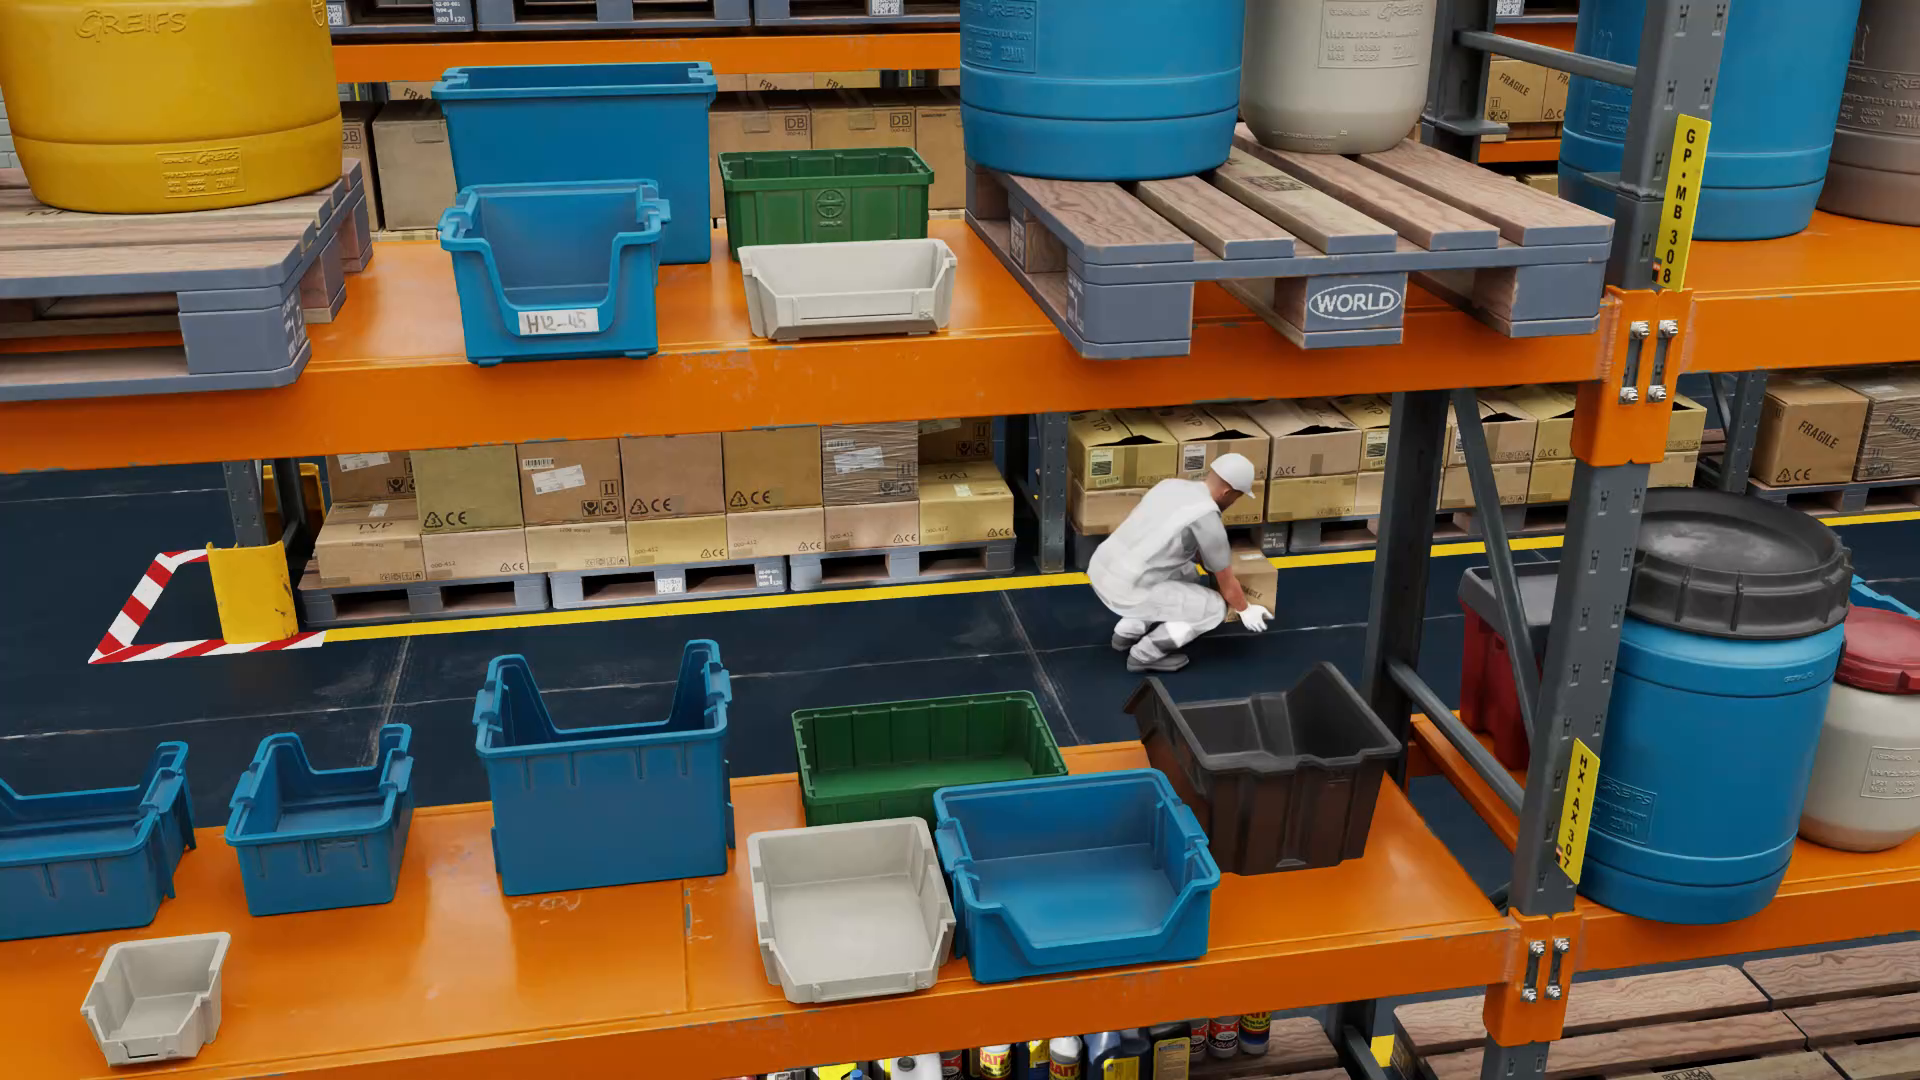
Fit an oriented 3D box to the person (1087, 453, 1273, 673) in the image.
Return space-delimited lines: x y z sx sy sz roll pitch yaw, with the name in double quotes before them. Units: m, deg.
"person" 1.035 0.091 7.877 0.864 0.994 0.565 -5 24 -10
